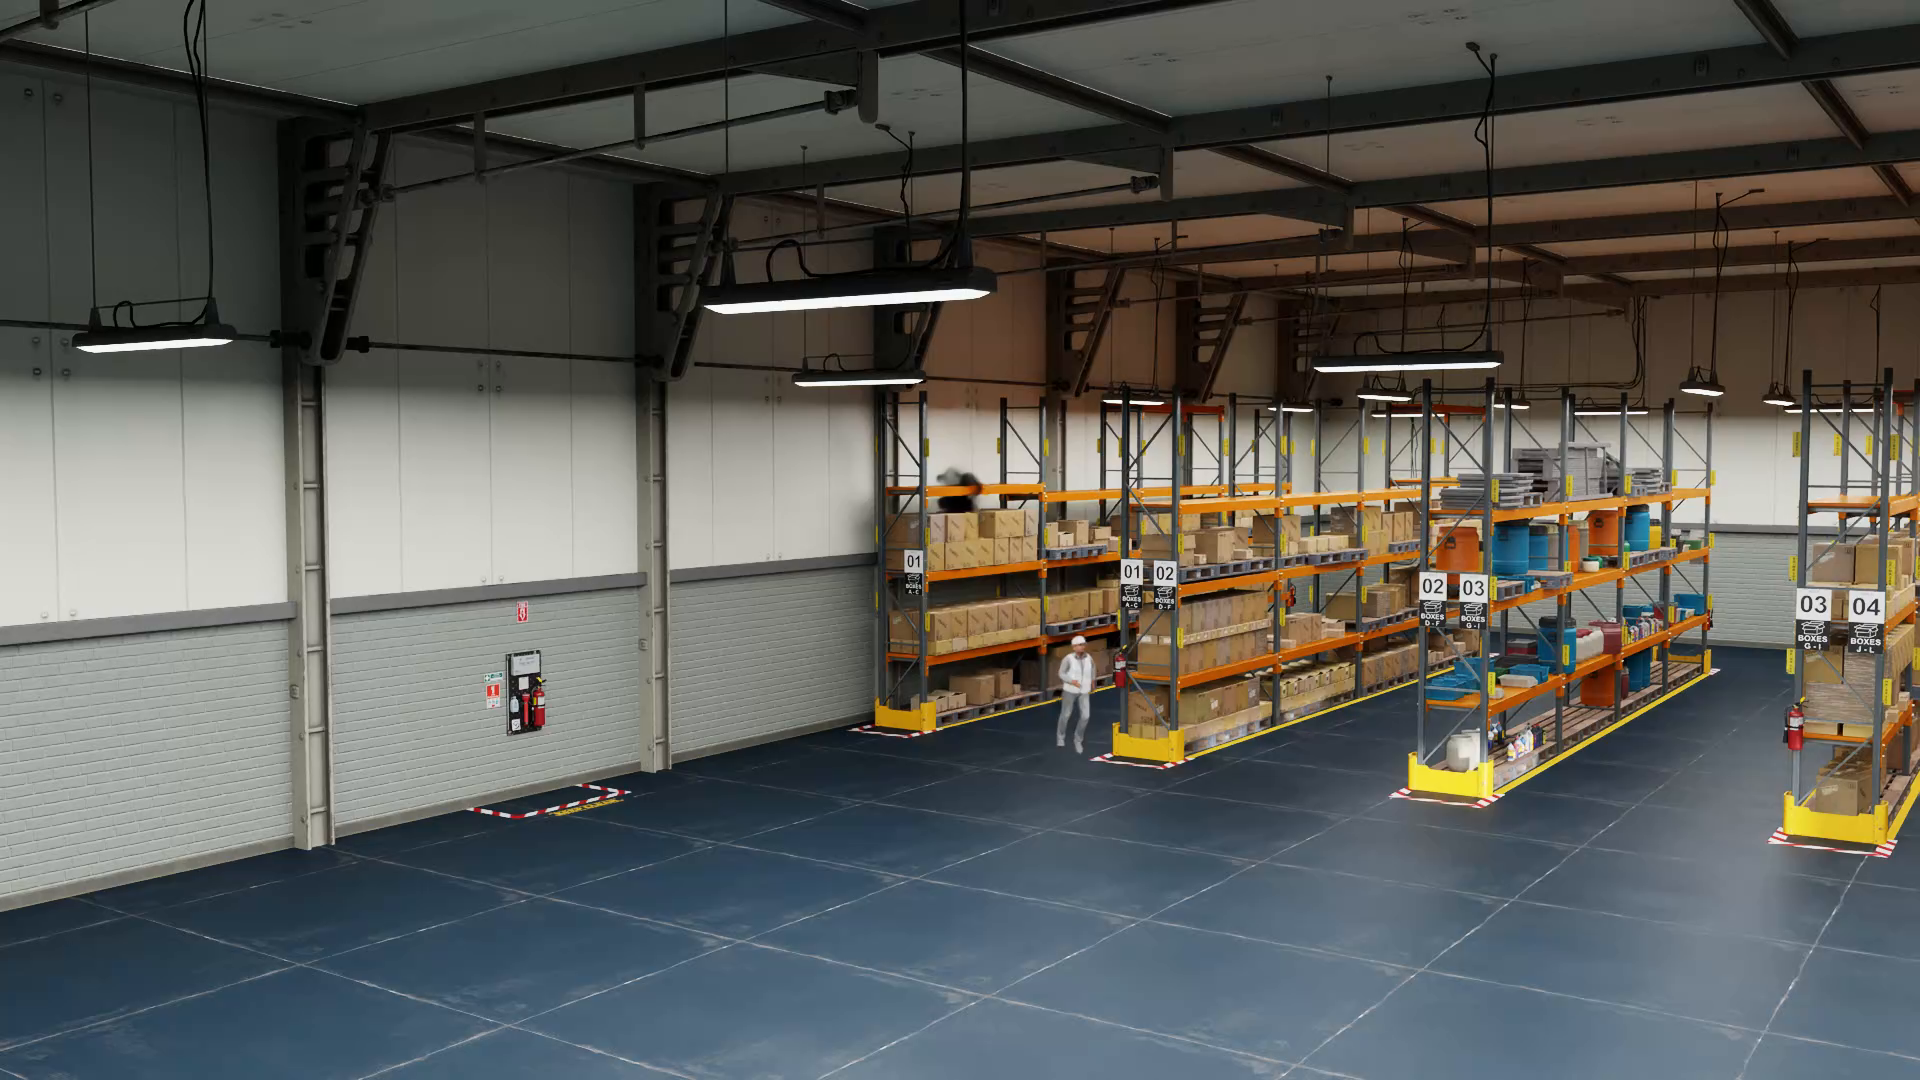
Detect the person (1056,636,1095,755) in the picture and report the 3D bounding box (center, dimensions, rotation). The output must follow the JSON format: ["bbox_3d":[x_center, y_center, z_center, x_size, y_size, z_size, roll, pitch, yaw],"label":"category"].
[{"bbox_3d":[1.860,2.425,26.104,0.697,1.859,0.690,-1,3,-17],"label":"person"}]
